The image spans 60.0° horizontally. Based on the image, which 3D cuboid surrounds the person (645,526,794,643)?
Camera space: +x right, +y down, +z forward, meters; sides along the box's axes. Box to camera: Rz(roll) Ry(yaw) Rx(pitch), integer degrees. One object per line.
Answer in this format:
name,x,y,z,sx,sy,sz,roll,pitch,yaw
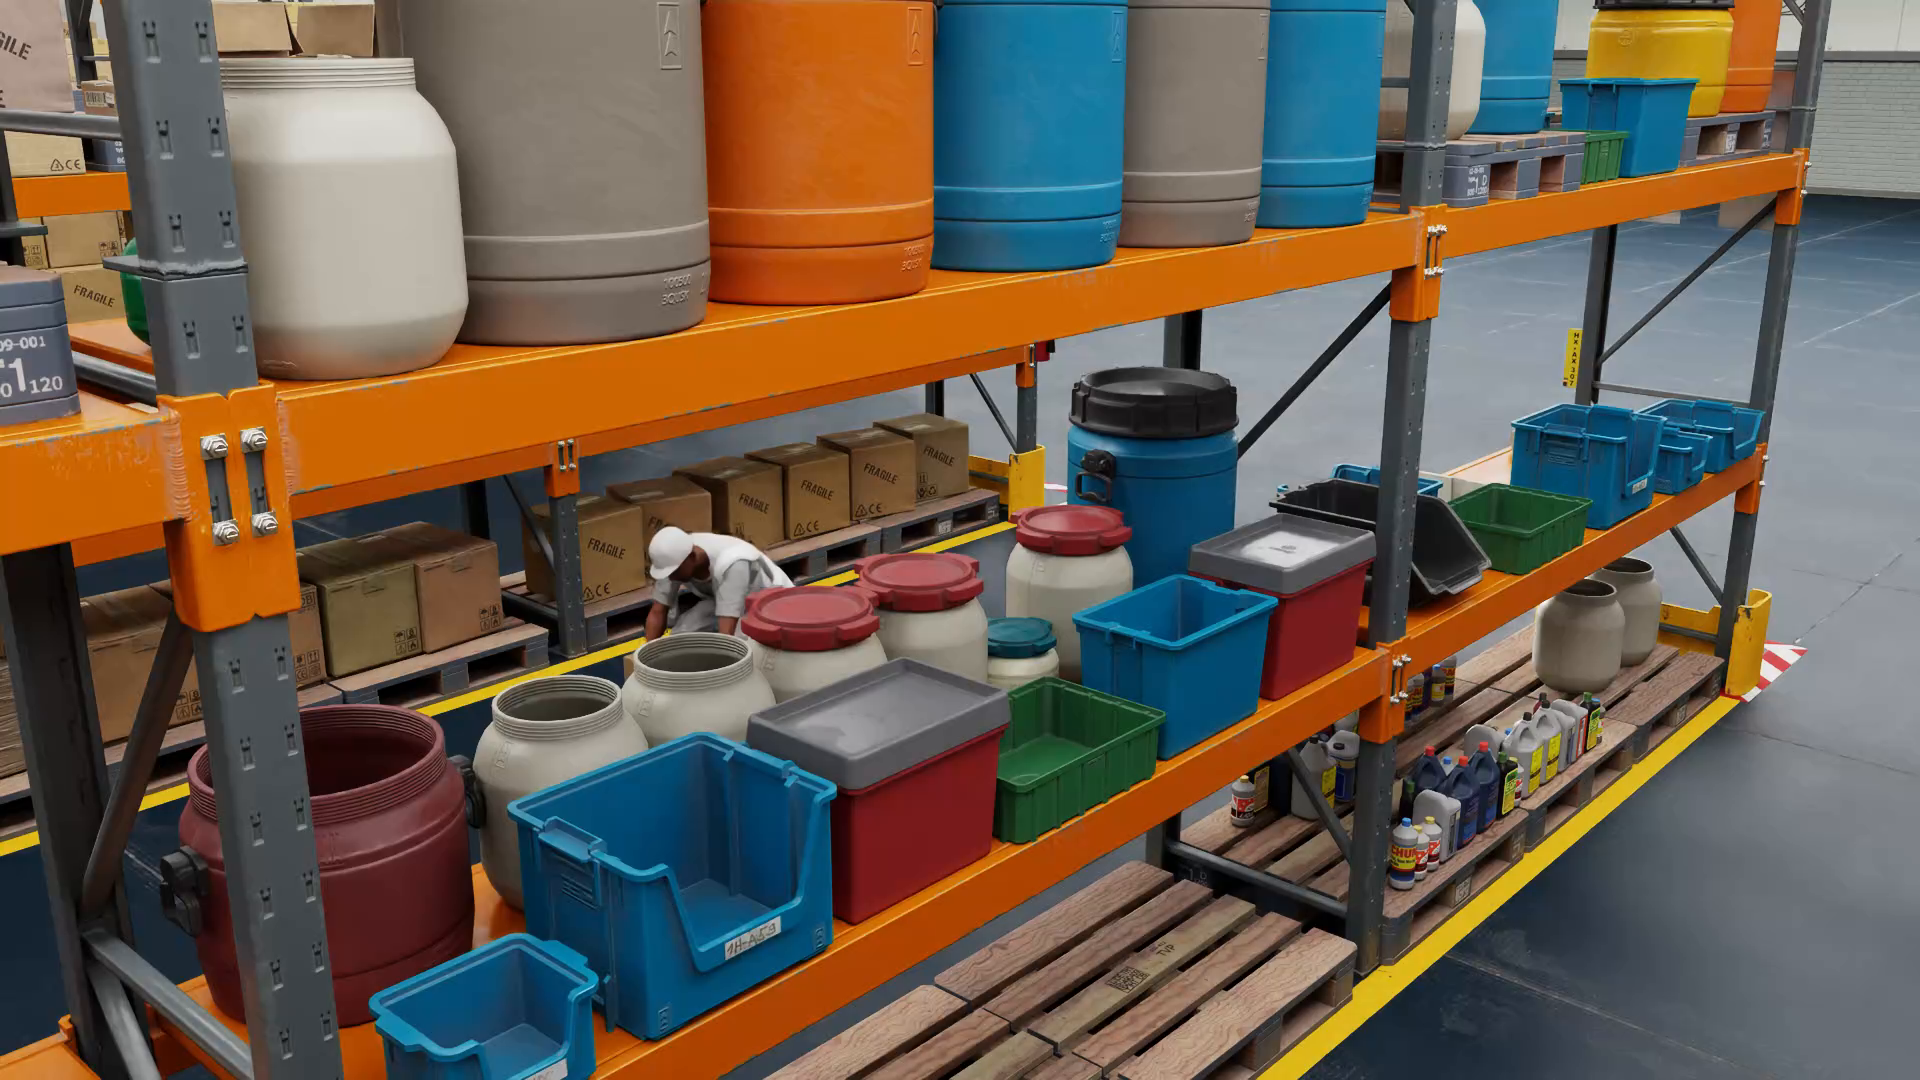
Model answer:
person,-1.188,0.399,8.352,0.585,1.111,0.869,14,22,39
